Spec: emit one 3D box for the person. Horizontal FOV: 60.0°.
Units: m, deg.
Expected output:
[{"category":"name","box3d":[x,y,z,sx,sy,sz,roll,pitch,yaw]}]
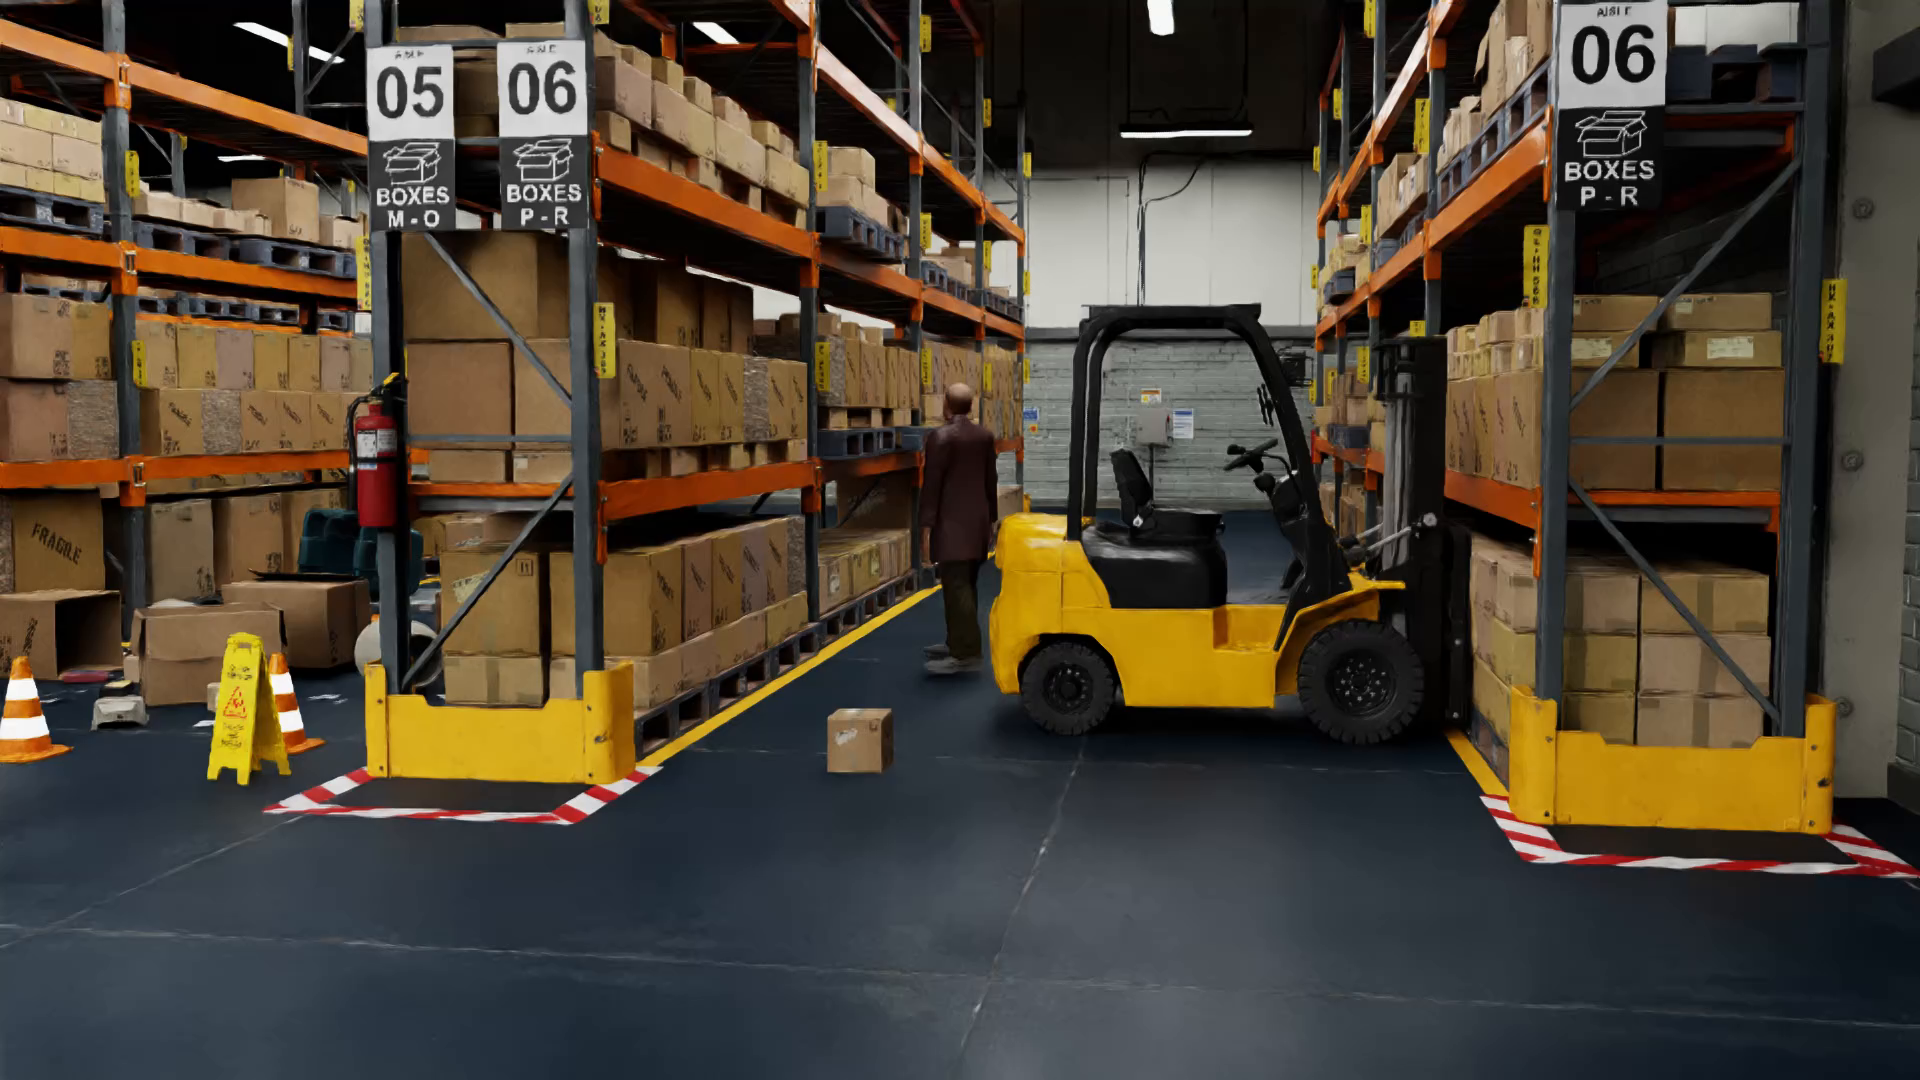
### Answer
[{"category":"person","box3d":[-0.050,-0.090,10.390,0.624,1.777,0.675,3,6,38]}]
